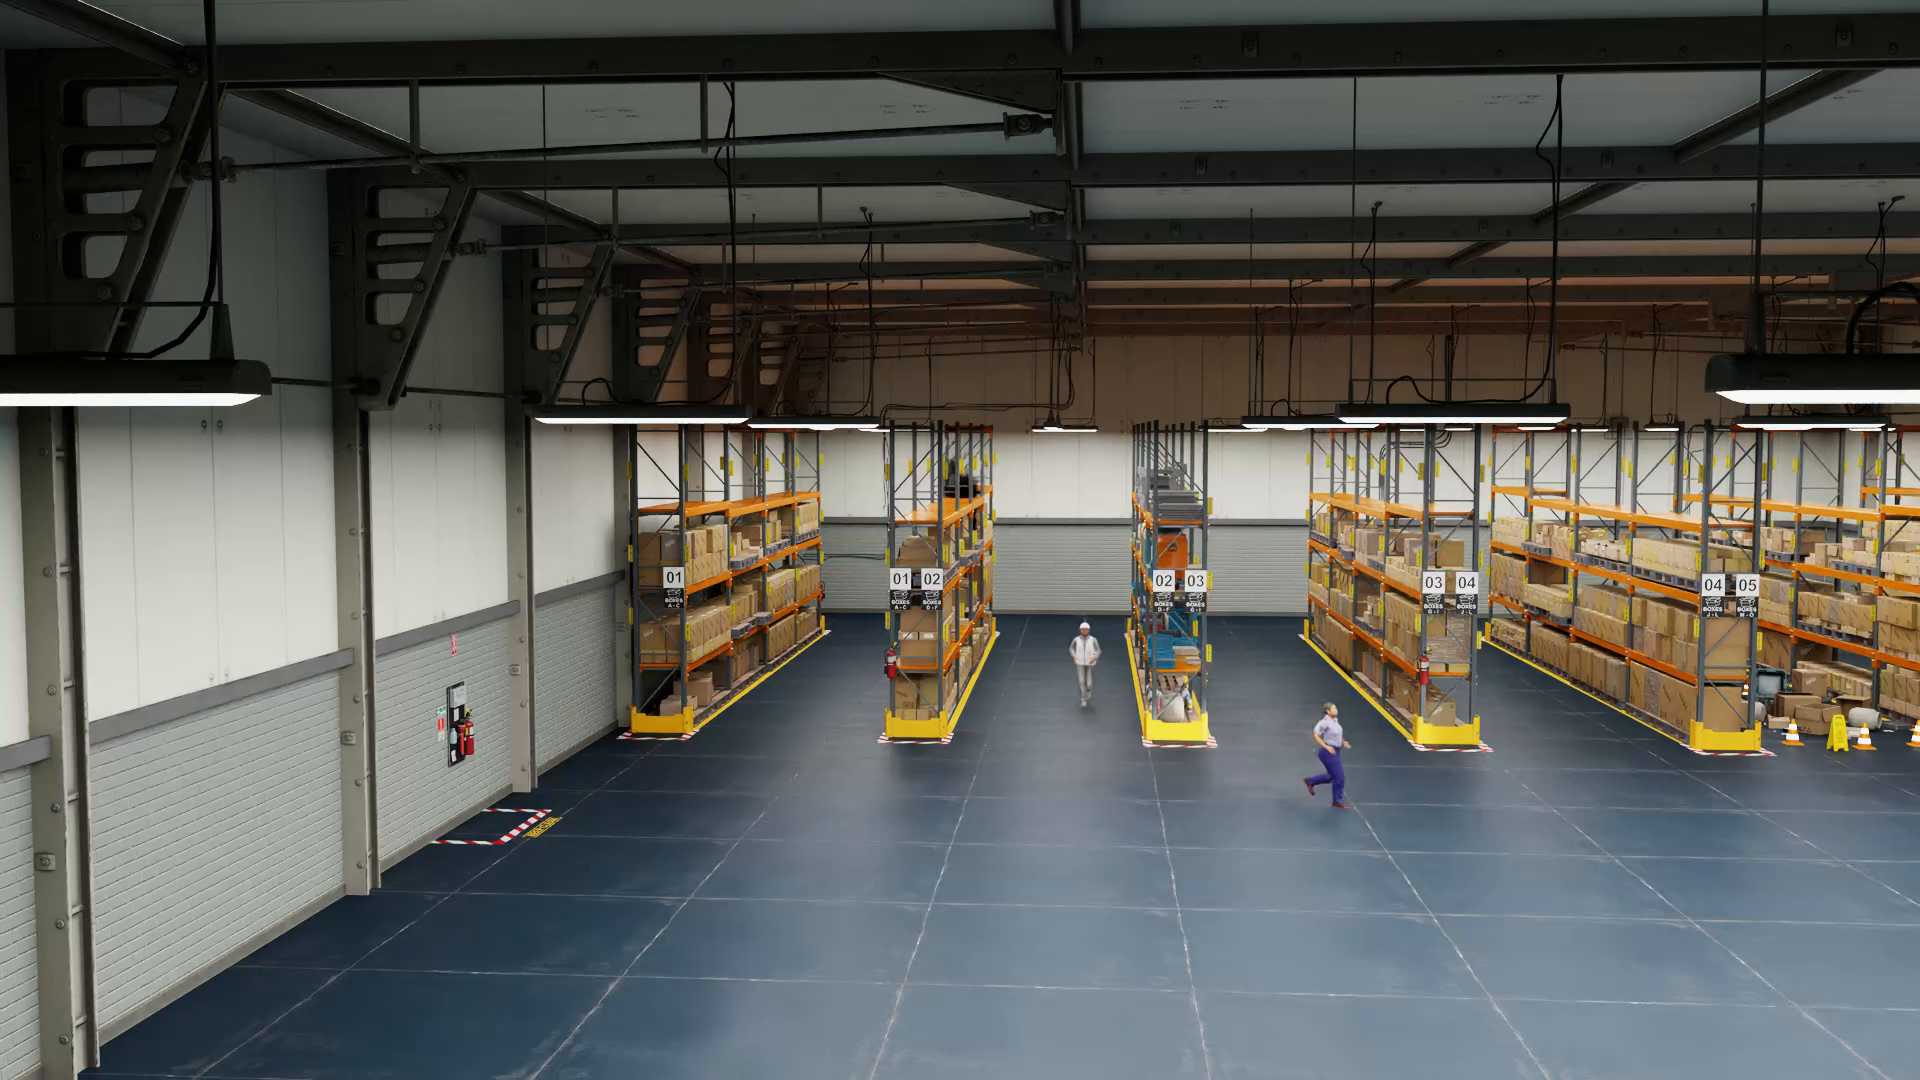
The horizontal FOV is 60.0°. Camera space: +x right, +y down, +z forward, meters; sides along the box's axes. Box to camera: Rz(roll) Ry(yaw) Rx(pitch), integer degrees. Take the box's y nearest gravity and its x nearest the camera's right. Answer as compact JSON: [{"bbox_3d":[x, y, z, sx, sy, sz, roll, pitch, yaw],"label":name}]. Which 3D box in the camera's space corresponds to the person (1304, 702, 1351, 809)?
[{"bbox_3d":[5.671,3.307,25.609,0.735,1.637,0.607,2,4,27],"label":"person"}]

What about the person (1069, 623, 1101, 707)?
[{"bbox_3d":[2.647,2.620,35.221,0.673,1.753,0.789,0,4,5],"label":"person"}]

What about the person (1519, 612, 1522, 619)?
[{"bbox_3d":[16.130,1.881,47.491,0.810,1.710,0.581,-3,4,-35],"label":"person"}]
